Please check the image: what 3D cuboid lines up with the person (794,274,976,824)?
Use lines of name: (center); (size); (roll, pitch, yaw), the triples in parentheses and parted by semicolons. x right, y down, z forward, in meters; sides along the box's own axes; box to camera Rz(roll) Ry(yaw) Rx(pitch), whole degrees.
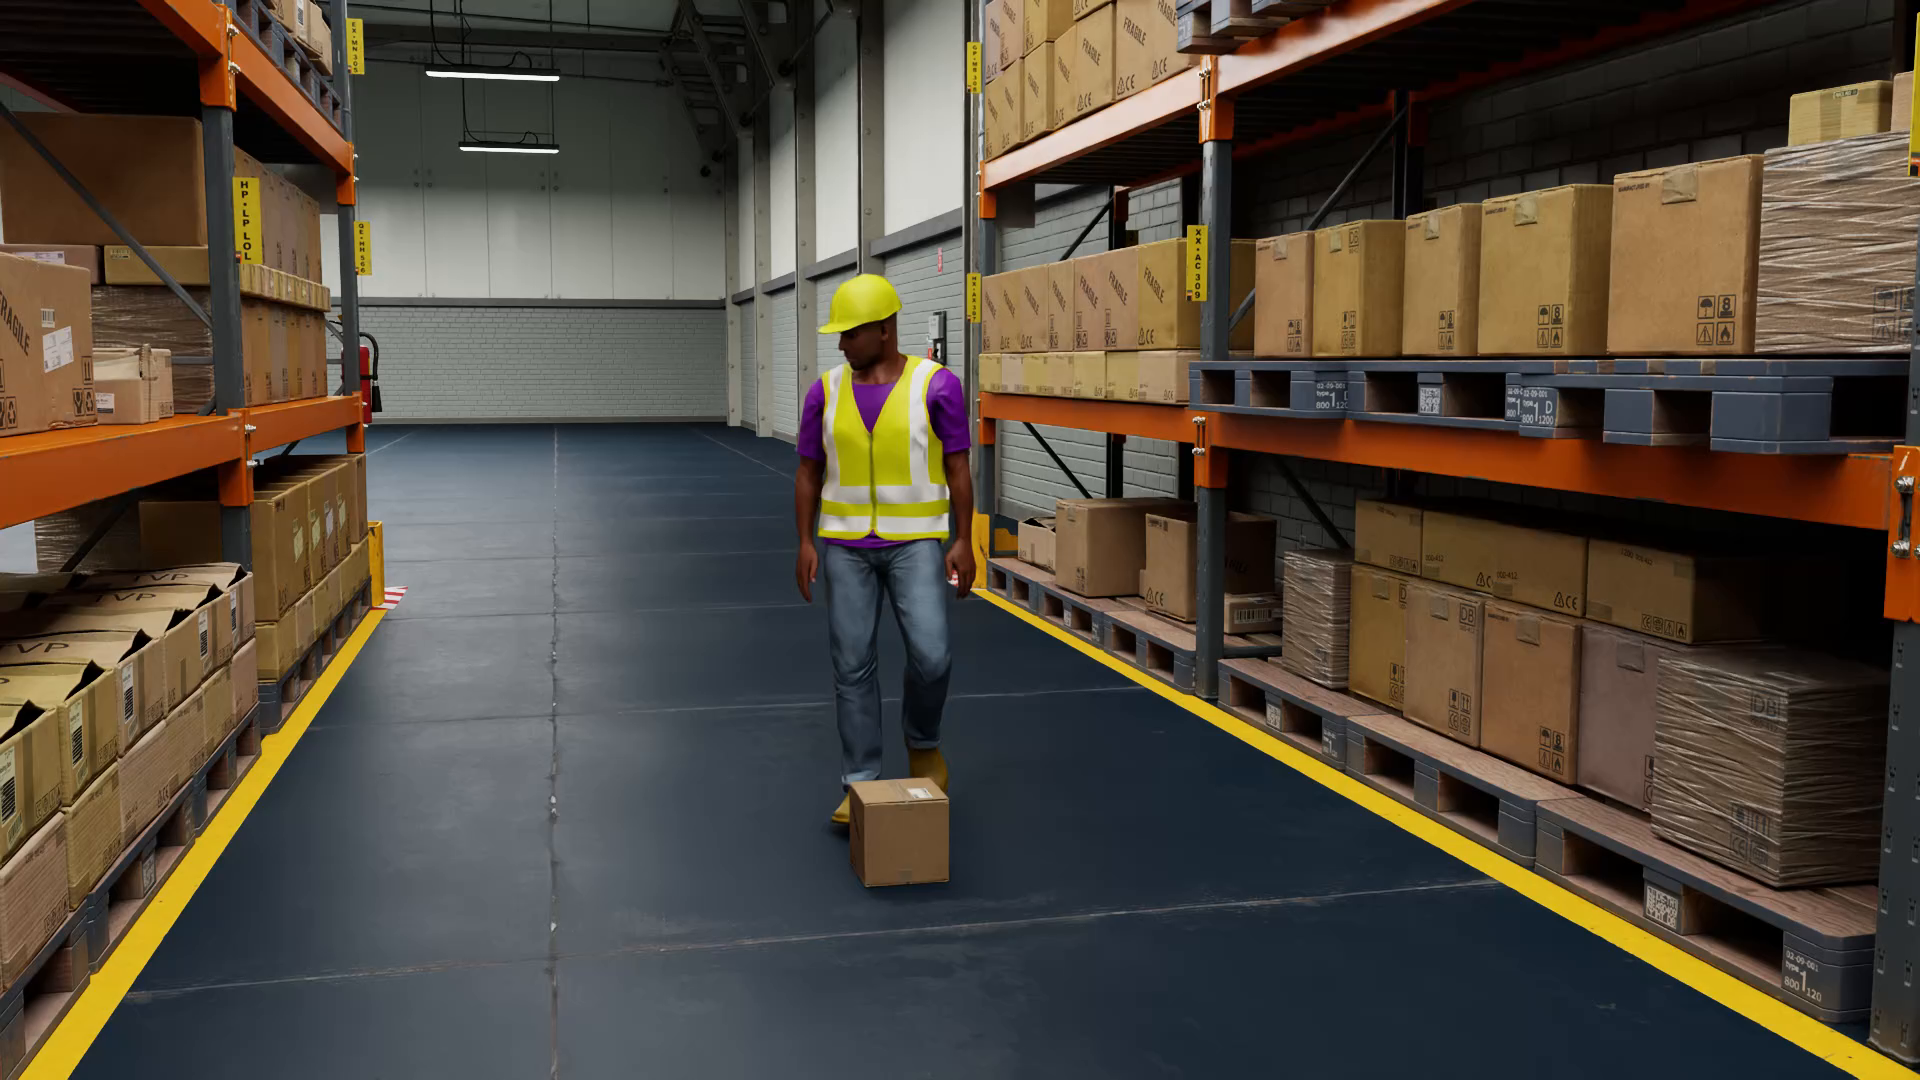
person: (-0.259, 0.024, 5.415); (0.602, 1.761, 0.494); (1, 6, 9)
